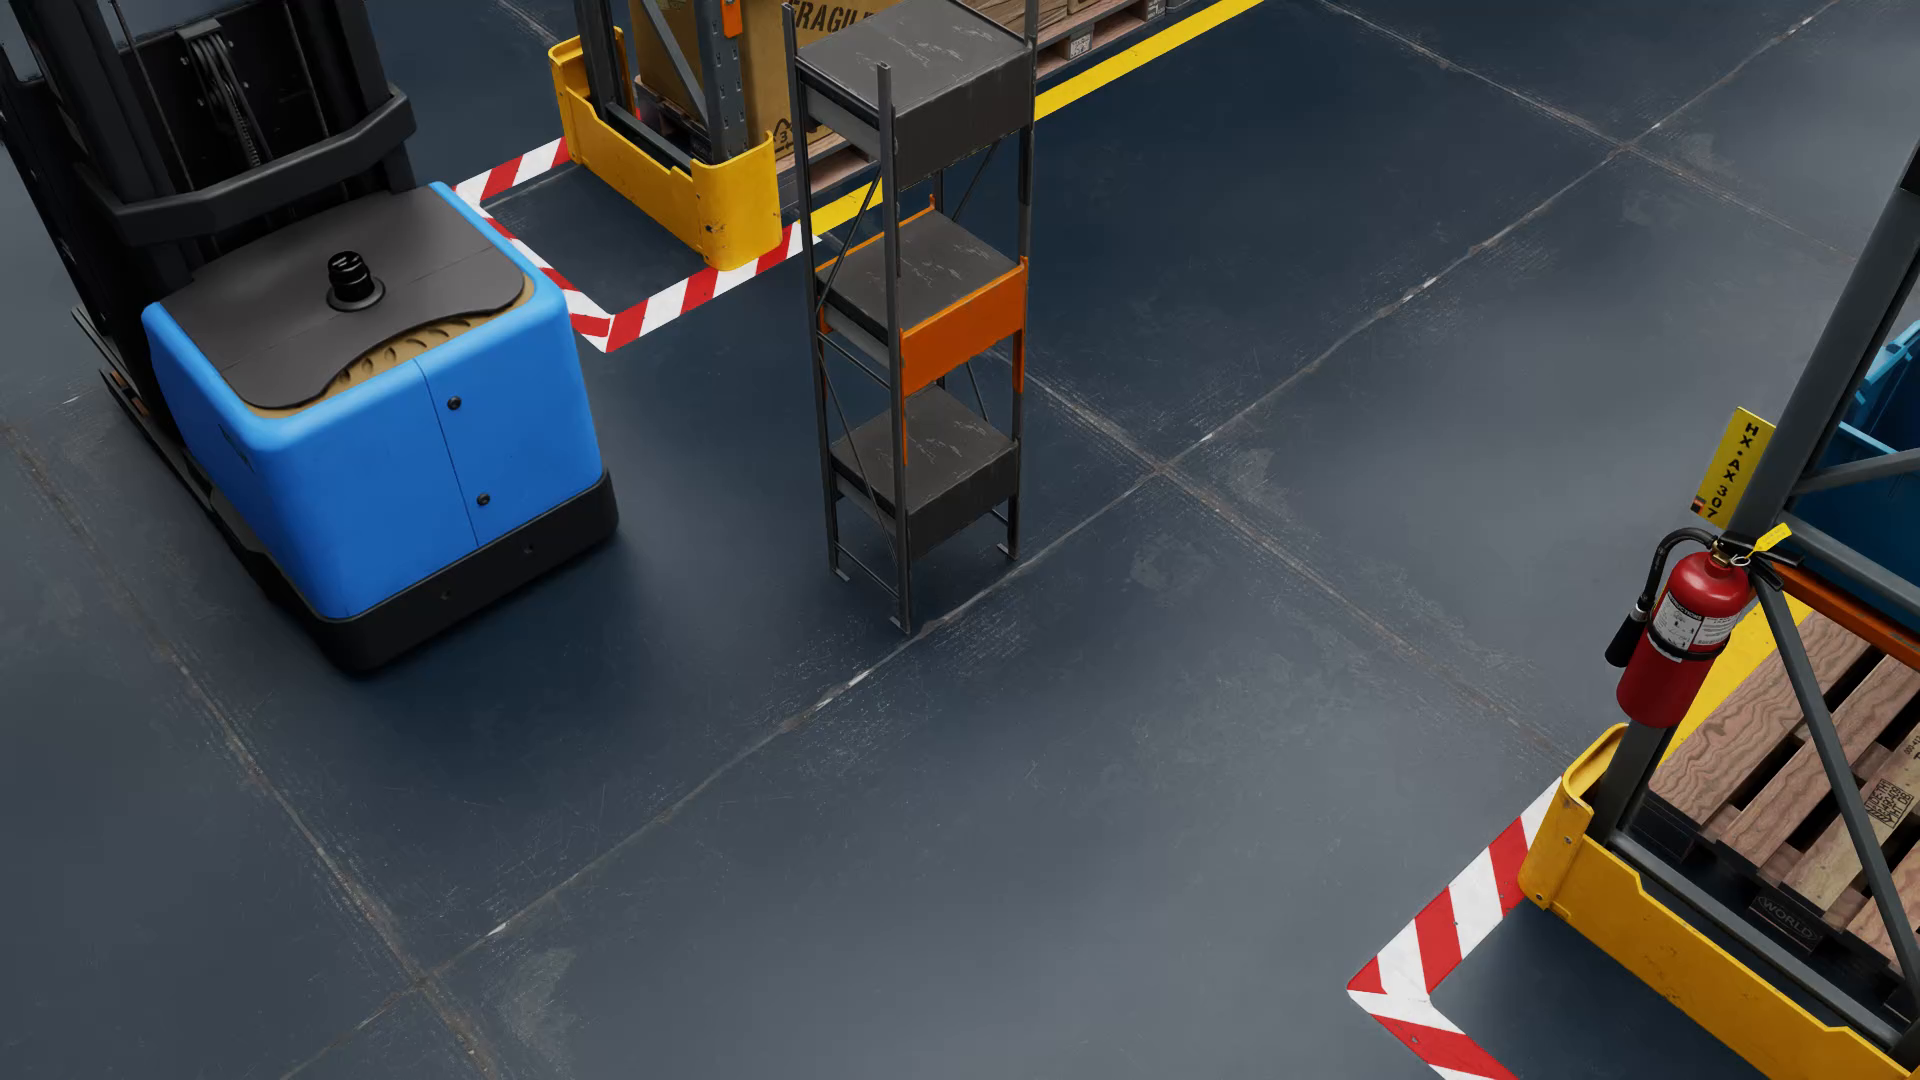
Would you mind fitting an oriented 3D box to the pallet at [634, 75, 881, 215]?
[{"bbox_3d":[-0.671,-1.994,7.447,1.213,0.211,1.003,-34,56,-27],"label":"pallet"}]

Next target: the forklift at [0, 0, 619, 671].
[{"bbox_3d":[-2.517,-1.591,5.224,1.130,2.935,3.031,-33,55,-26],"label":"forklift"}]

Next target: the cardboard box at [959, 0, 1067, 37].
[{"bbox_3d":[-0.117,-2.734,7.392,0.875,0.875,0.875,-34,56,-27],"label":"cardboard box"}]

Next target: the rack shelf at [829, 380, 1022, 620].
[{"bbox_3d":[-0.122,-0.146,5.427,0.480,0.518,0.431,-34,56,-27],"label":"rack shelf"}]

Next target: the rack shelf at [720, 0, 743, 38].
[{"bbox_3d":[0.270,-3.247,7.195,4.000,0.370,1.077,-34,56,-27],"label":"rack shelf"}]

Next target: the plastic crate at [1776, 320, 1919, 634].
[{"bbox_3d":[2.244,-0.108,3.744,0.499,0.435,0.616,-34,56,-27],"label":"plastic crate"}]

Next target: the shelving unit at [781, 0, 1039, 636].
[{"bbox_3d":[-0.122,-0.630,4.903,0.503,2.100,0.431,-34,56,-27],"label":"shelving unit"}]

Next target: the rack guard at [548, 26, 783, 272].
[{"bbox_3d":[-1.228,-1.643,6.925,0.348,0.500,1.175,-34,56,-27],"label":"rack guard"}]

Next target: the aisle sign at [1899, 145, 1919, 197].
[{"bbox_3d":[1.872,-0.814,2.691,0.004,0.787,0.394,-34,56,-27],"label":"aisle sign"}]

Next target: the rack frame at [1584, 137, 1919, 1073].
[{"bbox_3d":[2.122,0.191,3.533,0.127,3.000,1.000,-34,56,-27],"label":"rack frame"}]

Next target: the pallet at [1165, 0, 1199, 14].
[{"bbox_3d":[1.134,-3.201,8.560,1.213,0.211,1.003,-34,56,-27],"label":"pallet"}]

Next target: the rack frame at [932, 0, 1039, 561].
[{"bbox_3d":[0.058,-0.751,5.014,0.015,2.100,0.400,-34,56,-27],"label":"rack frame"}]

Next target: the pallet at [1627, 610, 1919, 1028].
[{"bbox_3d":[2.758,0.750,4.914,1.213,0.211,1.003,-34,56,-27],"label":"pallet"}]

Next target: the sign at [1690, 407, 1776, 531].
[{"bbox_3d":[1.740,-0.155,3.741,0.005,0.325,0.100,-34,56,-27],"label":"sign"}]

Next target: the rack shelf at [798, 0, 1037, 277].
[{"bbox_3d":[-0.123,-1.096,4.398,0.480,0.518,0.431,-34,56,-27],"label":"rack shelf"}]

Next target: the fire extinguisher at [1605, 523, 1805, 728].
[{"bbox_3d":[1.705,0.171,3.857,0.183,0.674,0.296,-34,56,-27],"label":"fire extinguisher"}]

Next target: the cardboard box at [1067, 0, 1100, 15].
[{"bbox_3d":[0.541,-3.174,7.798,0.875,0.875,0.875,-34,56,-27],"label":"cardboard box"}]

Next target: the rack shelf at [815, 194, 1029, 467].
[{"bbox_3d":[-0.122,-0.621,4.913,0.480,0.518,0.431,-34,56,-27],"label":"rack shelf"}]

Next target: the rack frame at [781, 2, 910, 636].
[{"bbox_3d":[-0.303,-0.510,4.791,0.015,2.100,0.400,-34,56,-27],"label":"rack frame"}]

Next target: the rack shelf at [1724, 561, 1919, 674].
[{"bbox_3d":[3.602,-0.554,4.709,4.000,0.370,1.077,-34,56,-27],"label":"rack shelf"}]

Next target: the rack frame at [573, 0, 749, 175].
[{"bbox_3d":[-1.210,-2.502,6.018,0.127,3.000,1.000,-34,56,-27],"label":"rack frame"}]

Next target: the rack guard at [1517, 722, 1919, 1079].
[{"bbox_3d":[2.113,1.058,4.434,0.348,0.500,1.175,-34,56,-27],"label":"rack guard"}]

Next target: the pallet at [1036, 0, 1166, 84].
[{"bbox_3d":[0.231,-2.595,8.000,1.213,0.211,1.003,-34,56,-27],"label":"pallet"}]

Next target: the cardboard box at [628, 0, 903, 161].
[{"bbox_3d":[-0.790,-2.284,6.976,0.875,0.875,0.875,-34,56,-27],"label":"cardboard box"}]
